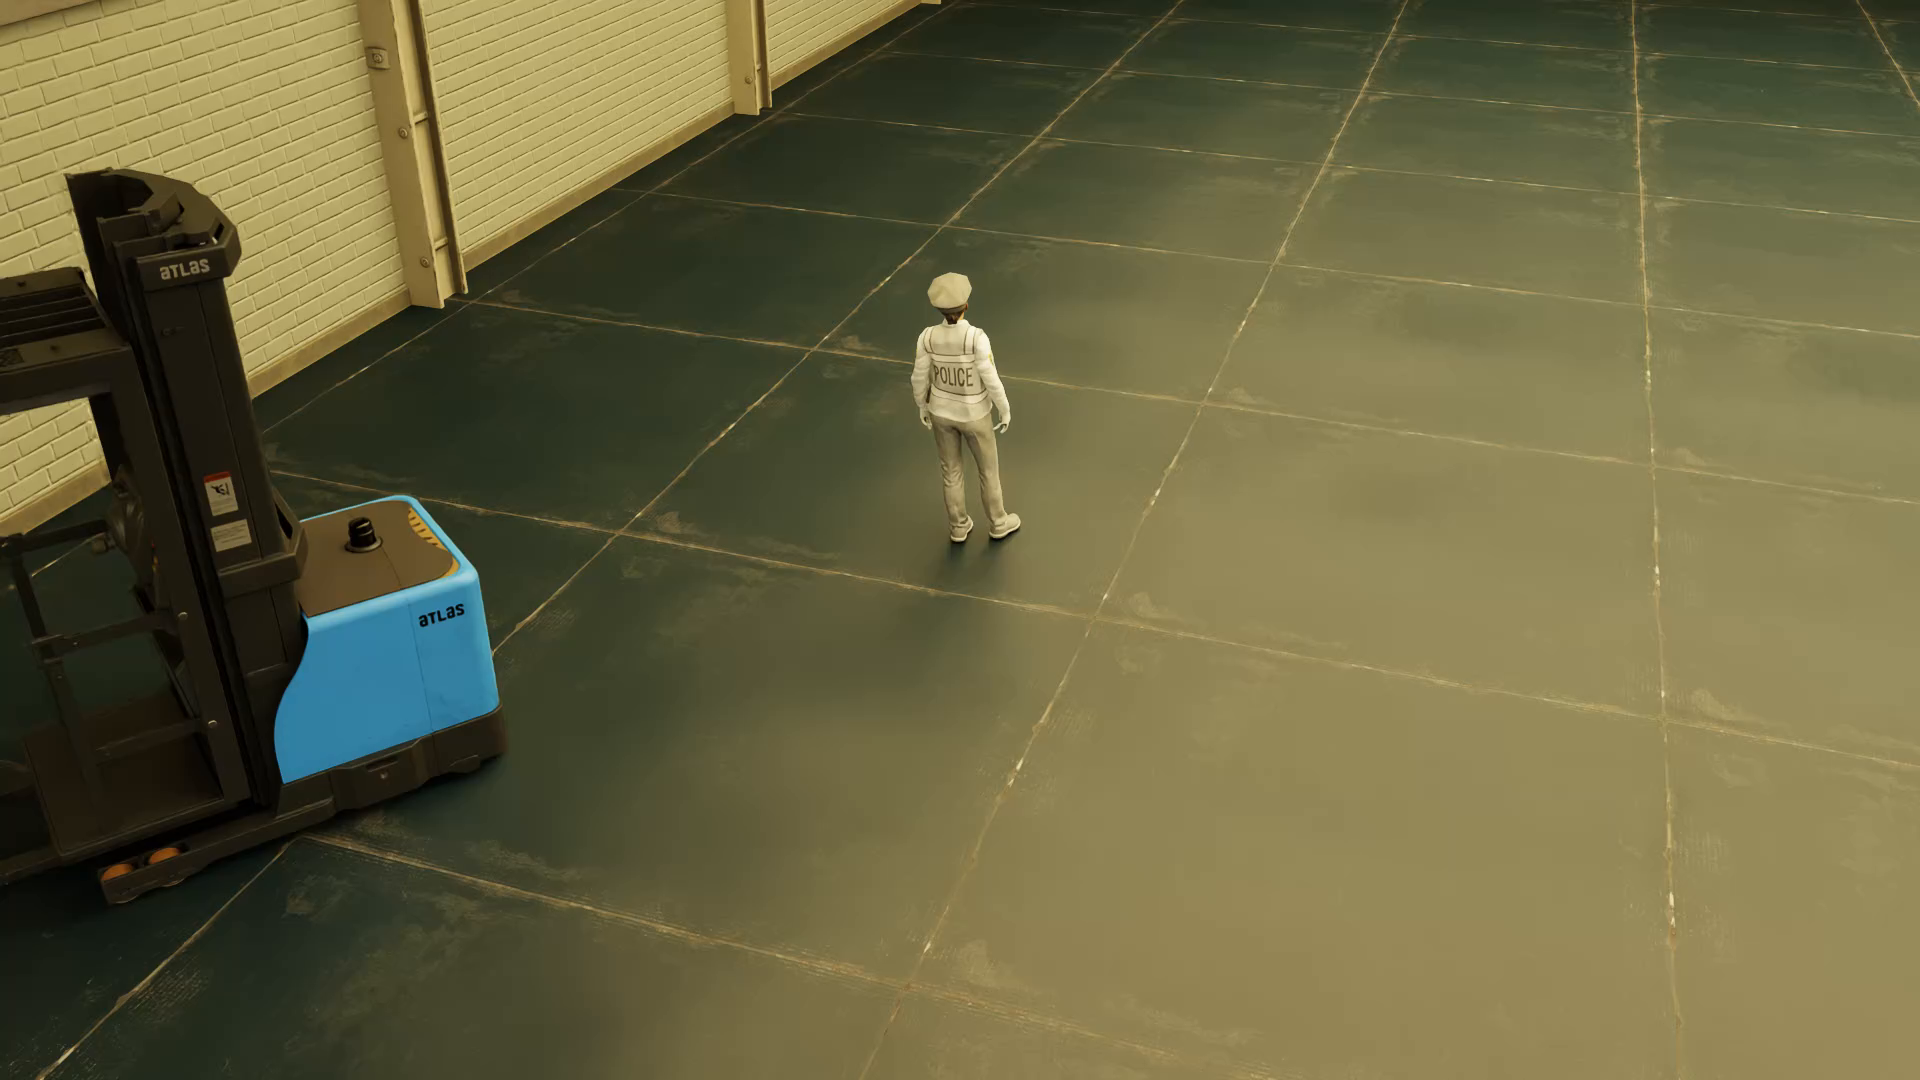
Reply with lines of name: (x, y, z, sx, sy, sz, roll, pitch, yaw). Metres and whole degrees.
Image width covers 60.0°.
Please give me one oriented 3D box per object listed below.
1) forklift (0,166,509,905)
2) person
forklift: (-3.726, 0.021, 7.100, 3.031, 2.935, 1.130, -19, 35, -29)
person: (0.029, -0.773, 9.728, 0.587, 1.694, 0.530, 10, 31, 16)
